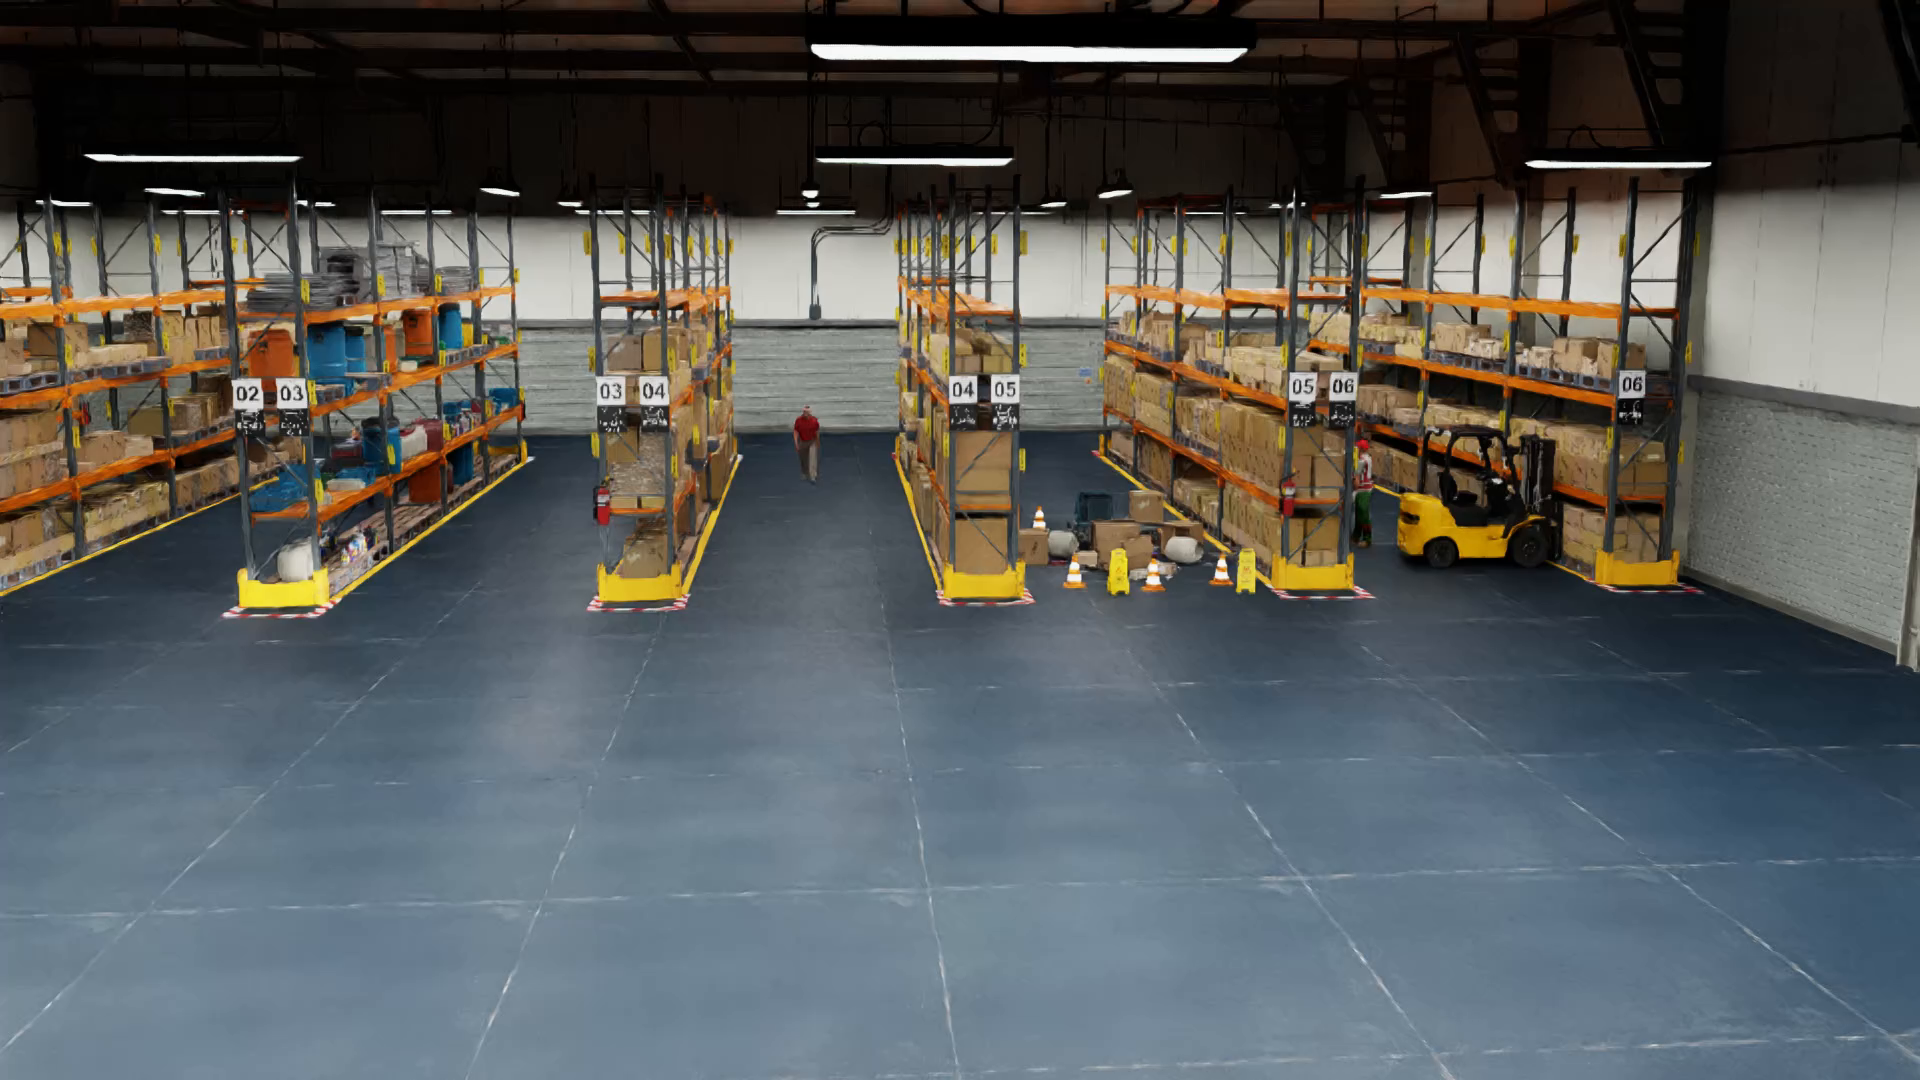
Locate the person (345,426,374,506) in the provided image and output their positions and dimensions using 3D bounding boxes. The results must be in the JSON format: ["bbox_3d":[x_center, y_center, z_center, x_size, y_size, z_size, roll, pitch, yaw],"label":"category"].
[{"bbox_3d":[-11.659,-1.433,32.273,0.625,1.596,0.517,-1,10,-6],"label":"person"}]

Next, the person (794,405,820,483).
[{"bbox_3d":[-3.281,-2.068,35.580,0.542,1.645,1.126,0,10,-2],"label":"person"}]

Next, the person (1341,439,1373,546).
[{"bbox_3d":[6.751,-0.824,28.137,0.577,1.785,0.655,5,11,26],"label":"person"}]
